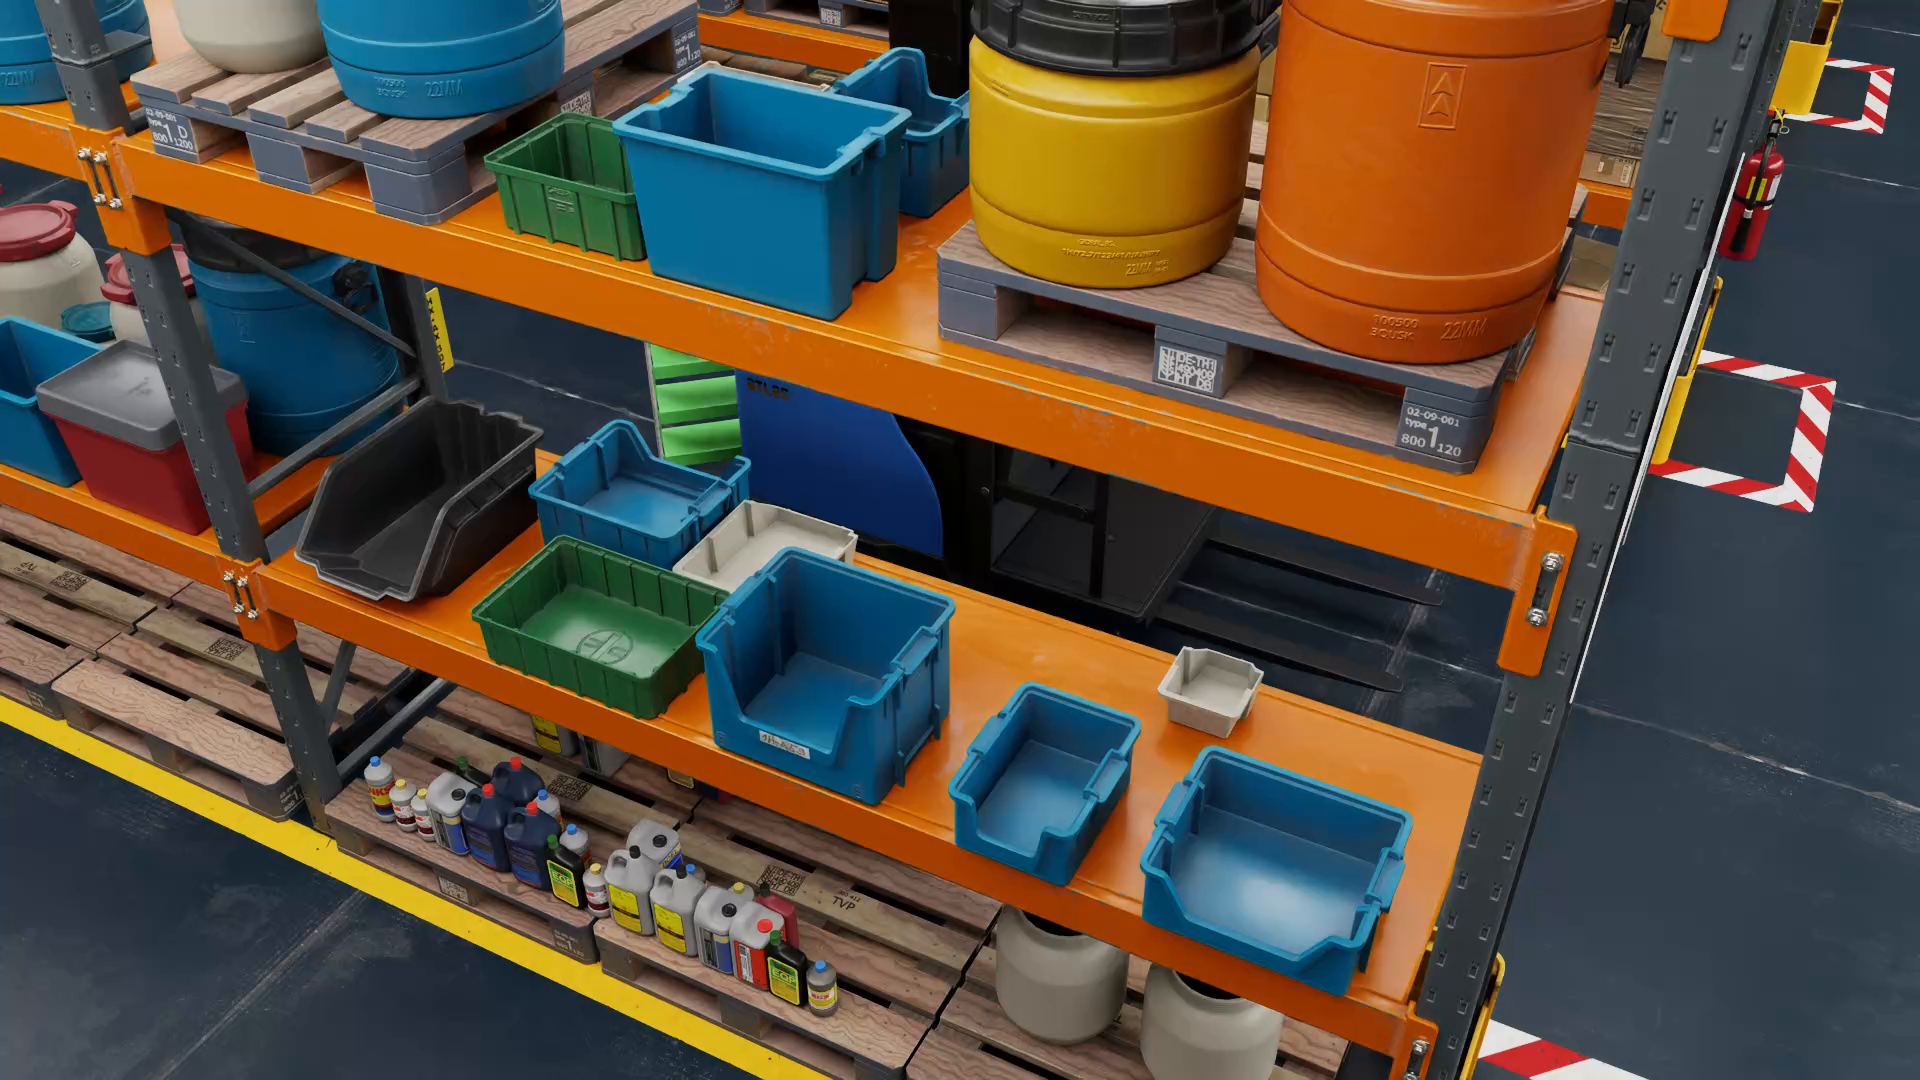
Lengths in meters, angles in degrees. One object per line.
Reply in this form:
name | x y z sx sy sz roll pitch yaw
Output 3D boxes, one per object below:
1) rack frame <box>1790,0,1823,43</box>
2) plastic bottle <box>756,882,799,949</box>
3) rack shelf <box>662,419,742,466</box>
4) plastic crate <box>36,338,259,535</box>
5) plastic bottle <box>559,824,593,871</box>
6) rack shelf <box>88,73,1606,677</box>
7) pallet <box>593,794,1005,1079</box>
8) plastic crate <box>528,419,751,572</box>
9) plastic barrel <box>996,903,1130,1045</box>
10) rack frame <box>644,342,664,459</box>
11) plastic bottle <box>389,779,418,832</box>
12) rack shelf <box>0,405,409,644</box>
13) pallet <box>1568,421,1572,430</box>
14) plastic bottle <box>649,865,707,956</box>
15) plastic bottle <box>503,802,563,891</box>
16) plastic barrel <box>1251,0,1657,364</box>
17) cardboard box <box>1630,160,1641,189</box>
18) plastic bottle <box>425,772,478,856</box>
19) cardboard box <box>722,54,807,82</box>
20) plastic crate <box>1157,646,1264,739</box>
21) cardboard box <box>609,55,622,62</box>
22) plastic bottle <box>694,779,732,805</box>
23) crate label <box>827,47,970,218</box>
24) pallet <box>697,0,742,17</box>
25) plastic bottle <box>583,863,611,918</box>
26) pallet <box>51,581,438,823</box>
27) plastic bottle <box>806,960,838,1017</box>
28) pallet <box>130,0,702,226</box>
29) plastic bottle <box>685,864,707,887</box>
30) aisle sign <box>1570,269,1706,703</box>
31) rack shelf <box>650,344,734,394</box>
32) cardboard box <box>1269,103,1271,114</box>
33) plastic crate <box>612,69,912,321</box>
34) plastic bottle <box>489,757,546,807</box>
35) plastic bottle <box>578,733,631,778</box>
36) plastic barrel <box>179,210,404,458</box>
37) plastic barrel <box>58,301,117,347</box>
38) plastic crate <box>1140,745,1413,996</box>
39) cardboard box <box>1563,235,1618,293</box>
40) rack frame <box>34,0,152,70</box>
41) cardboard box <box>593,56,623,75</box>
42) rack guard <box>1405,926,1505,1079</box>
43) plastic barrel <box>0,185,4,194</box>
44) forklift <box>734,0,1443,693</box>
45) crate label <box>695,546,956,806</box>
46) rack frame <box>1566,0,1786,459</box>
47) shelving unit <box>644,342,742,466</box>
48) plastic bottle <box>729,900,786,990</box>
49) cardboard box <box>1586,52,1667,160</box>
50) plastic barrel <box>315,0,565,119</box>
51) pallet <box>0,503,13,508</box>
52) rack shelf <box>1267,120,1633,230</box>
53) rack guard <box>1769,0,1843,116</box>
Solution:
rack frame | 6.038 -4.530 11.237 0.127 3.000 1.000 17 41 21
plastic bottle | -0.606 1.253 5.501 0.133 0.283 0.061 17 41 21
rack shelf | -1.163 -0.435 7.833 0.480 0.148 0.258 -8 38 -11
plastic crate | -2.733 -0.344 5.670 0.583 0.464 0.402 17 41 21
plastic bottle | -1.321 1.084 5.734 0.097 0.271 0.097 0 37 0
rack shelf | -0.387 -0.700 4.306 4.000 0.370 1.077 17 41 21
pallet | -0.498 1.310 5.850 1.213 0.211 1.003 17 41 21
plastic crate | -1.055 -0.127 5.560 0.616 0.251 0.499 17 41 21
plastic barrel | 0.325 1.306 5.259 0.421 0.512 0.421 0 37 0
rack frame | -1.400 -0.642 7.603 0.015 1.200 0.240 -8 38 -11
plastic bottle | -1.991 0.943 5.977 0.097 0.201 0.097 0 37 0
rack shelf | -3.939 -0.618 6.678 4.000 0.370 1.077 17 41 21
pallet | 2.894 -1.051 8.959 1.213 0.211 1.003 17 41 21
plastic bottle | -0.927 1.201 5.514 0.185 0.351 0.144 19 41 23
plastic bottle | -1.469 1.031 5.737 0.185 0.351 0.144 16 40 20
plastic barrel | 0.899 -0.836 3.187 0.708 0.830 0.600 17 41 21
cardboard box | 3.319 -1.764 7.800 0.250 0.149 0.380 17 41 21
plastic bottle | -1.782 0.961 5.893 0.135 0.276 0.152 19 41 23
cardboard box | -1.332 -2.667 10.487 0.500 0.500 0.700 14 39 18
plastic crate | 0.743 0.447 4.898 0.250 0.136 0.298 17 41 21
cardboard box | -2.352 -3.286 10.681 0.500 0.250 0.500 22 42 26
plastic bottle | -0.907 0.831 6.058 0.133 0.283 0.061 17 41 21
crate label | -0.121 -1.069 4.320 0.408 0.251 0.502 17 41 21
pallet | -1.660 -3.515 10.058 1.213 0.211 1.003 17 41 21
plastic bottle | -1.229 1.182 5.662 0.097 0.201 0.097 0 37 0
pallet | -2.878 0.565 6.831 1.213 0.211 1.003 17 41 21
plastic bottle | -0.443 1.428 5.338 0.097 0.201 0.097 0 37 0
pallet | -1.477 -1.320 4.683 1.003 0.211 1.213 17 41 21
plastic bottle | -0.910 1.184 5.660 0.097 0.201 0.097 0 37 0
aisle sign | 1.316 -0.092 3.240 0.004 0.787 0.394 17 41 21
rack shelf | -1.163 -0.817 7.543 0.480 0.148 0.258 -8 38 -11
cardboard box | 1.749 -2.231 8.416 0.250 0.149 0.380 17 41 21
plastic crate | -0.443 -0.793 3.846 0.575 0.384 0.392 17 41 21
plastic bottle | -1.571 0.901 5.909 0.185 0.351 0.144 17 41 21
plastic bottle | -1.334 0.726 6.202 0.135 0.276 0.152 17 41 21
plastic barrel | -2.366 -0.818 5.932 0.708 0.901 0.600 17 41 21
plastic barrel | -3.267 -0.744 6.363 0.301 0.262 0.301 0 37 0
plastic crate | 0.807 0.845 4.279 0.616 0.251 0.499 17 41 21
cardboard box | 3.120 -1.249 8.635 0.500 0.500 0.500 25 44 29
rack frame | -2.163 -2.738 3.914 0.127 3.000 1.000 17 41 21
cardboard box | -2.334 -2.976 10.894 0.500 0.500 0.700 14 39 18
rack guard | 1.300 1.764 5.013 0.348 0.500 1.175 17 41 21
plastic barrel | -3.947 -1.110 6.620 0.433 0.535 0.433 0 37 0
forklift | 0.558 -0.991 6.631 3.031 2.935 1.130 18 41 22
crate label | -0.370 0.383 4.735 0.616 0.435 0.502 17 41 21
rack frame | 1.389 -1.626 2.449 0.127 3.000 1.000 17 41 21
shelving unit | -1.163 -0.677 7.650 0.503 1.200 0.258 -8 38 -11
plastic bottle | -0.654 1.314 5.428 0.135 0.276 0.152 18 41 22
cardboard box | 3.191 -2.221 7.867 0.500 0.500 0.875 17 41 21
plastic barrel | -1.328 -1.576 4.102 0.708 0.901 0.600 17 41 21
pallet | -5.045 -0.114 7.725 1.213 0.211 1.003 17 41 21
rack shelf | 1.891 -2.165 8.716 4.000 0.370 1.077 17 41 21
rack guard | 6.059 -3.528 11.984 0.348 0.500 1.175 17 41 21
